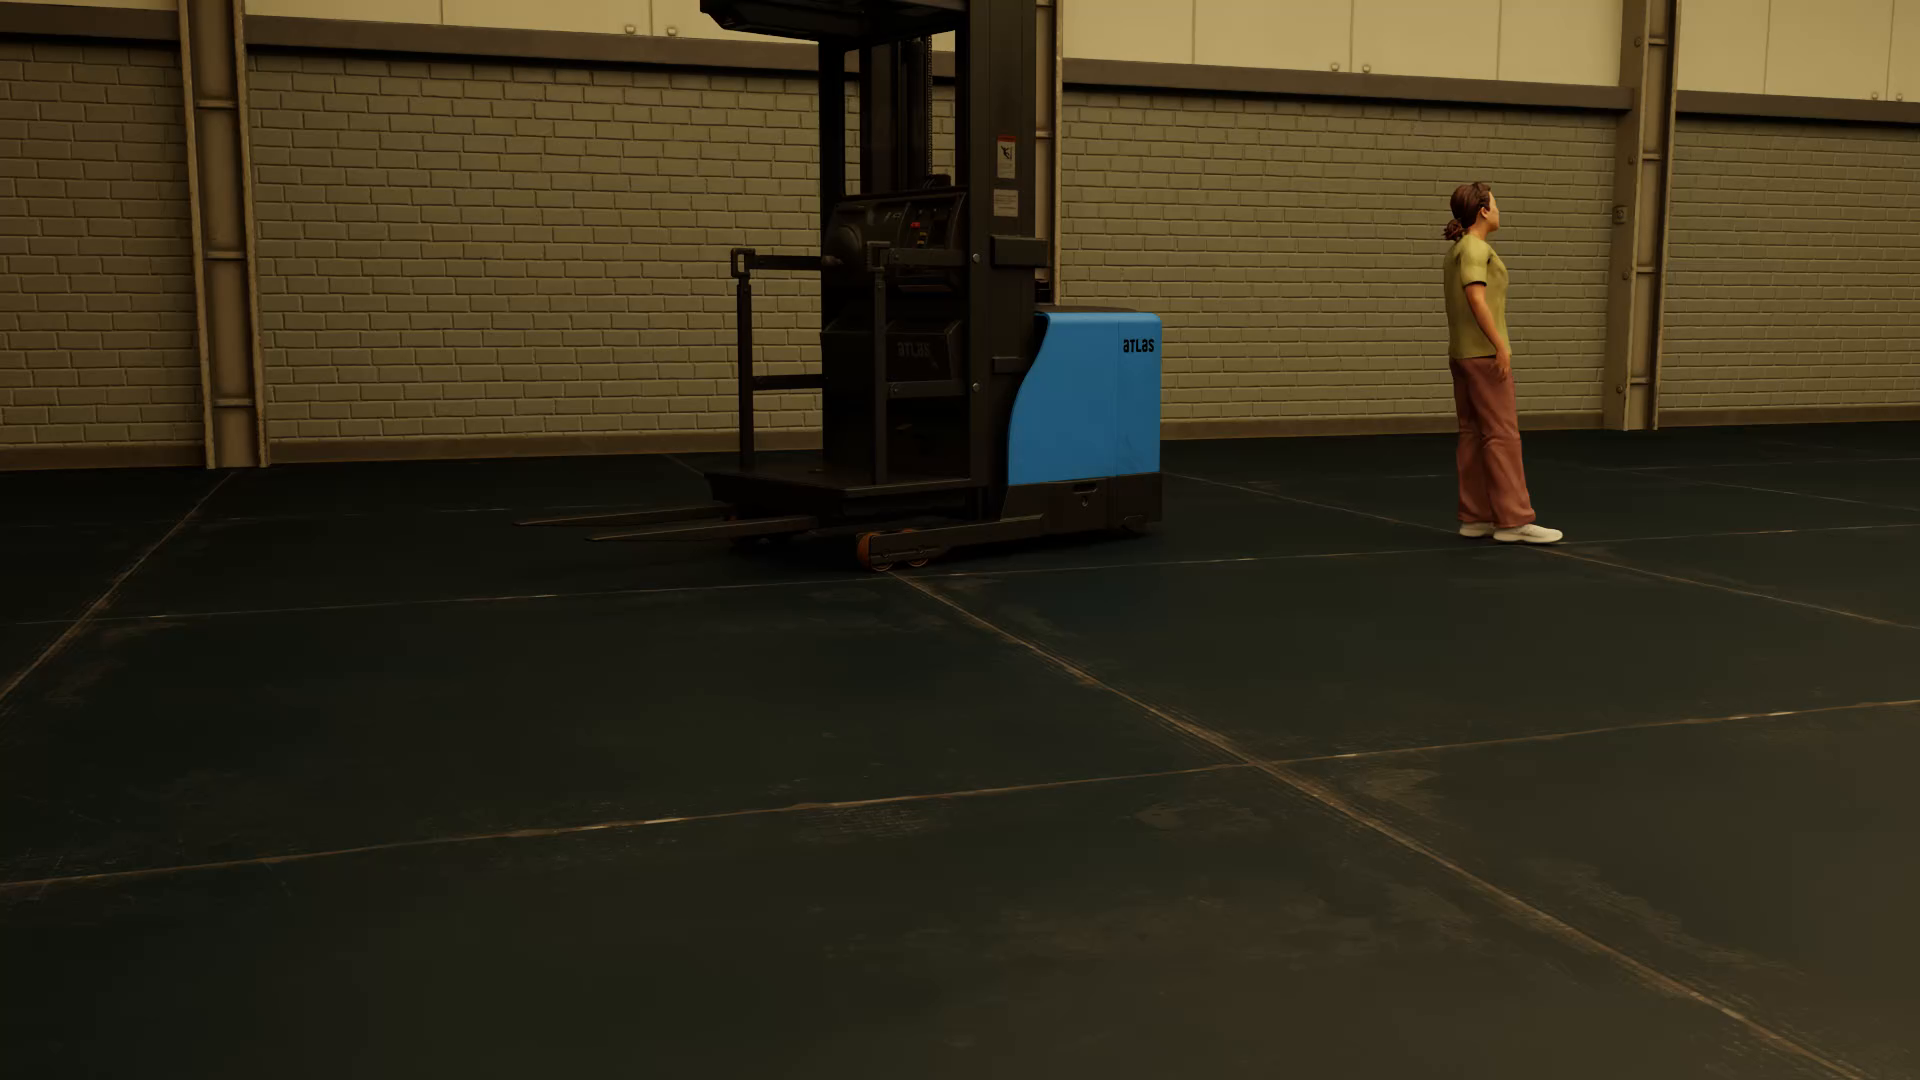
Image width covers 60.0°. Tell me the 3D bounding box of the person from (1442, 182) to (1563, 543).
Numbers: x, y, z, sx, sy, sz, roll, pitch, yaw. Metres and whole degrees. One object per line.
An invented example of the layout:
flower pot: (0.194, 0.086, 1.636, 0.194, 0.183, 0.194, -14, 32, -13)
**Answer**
person: (2.535, -0.845, 7.869, 0.549, 1.674, 0.553, 0, 8, 1)

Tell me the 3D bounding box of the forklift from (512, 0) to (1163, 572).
forklift: (-0.461, -1.399, 7.333, 3.031, 2.935, 1.130, -7, 10, -40)
